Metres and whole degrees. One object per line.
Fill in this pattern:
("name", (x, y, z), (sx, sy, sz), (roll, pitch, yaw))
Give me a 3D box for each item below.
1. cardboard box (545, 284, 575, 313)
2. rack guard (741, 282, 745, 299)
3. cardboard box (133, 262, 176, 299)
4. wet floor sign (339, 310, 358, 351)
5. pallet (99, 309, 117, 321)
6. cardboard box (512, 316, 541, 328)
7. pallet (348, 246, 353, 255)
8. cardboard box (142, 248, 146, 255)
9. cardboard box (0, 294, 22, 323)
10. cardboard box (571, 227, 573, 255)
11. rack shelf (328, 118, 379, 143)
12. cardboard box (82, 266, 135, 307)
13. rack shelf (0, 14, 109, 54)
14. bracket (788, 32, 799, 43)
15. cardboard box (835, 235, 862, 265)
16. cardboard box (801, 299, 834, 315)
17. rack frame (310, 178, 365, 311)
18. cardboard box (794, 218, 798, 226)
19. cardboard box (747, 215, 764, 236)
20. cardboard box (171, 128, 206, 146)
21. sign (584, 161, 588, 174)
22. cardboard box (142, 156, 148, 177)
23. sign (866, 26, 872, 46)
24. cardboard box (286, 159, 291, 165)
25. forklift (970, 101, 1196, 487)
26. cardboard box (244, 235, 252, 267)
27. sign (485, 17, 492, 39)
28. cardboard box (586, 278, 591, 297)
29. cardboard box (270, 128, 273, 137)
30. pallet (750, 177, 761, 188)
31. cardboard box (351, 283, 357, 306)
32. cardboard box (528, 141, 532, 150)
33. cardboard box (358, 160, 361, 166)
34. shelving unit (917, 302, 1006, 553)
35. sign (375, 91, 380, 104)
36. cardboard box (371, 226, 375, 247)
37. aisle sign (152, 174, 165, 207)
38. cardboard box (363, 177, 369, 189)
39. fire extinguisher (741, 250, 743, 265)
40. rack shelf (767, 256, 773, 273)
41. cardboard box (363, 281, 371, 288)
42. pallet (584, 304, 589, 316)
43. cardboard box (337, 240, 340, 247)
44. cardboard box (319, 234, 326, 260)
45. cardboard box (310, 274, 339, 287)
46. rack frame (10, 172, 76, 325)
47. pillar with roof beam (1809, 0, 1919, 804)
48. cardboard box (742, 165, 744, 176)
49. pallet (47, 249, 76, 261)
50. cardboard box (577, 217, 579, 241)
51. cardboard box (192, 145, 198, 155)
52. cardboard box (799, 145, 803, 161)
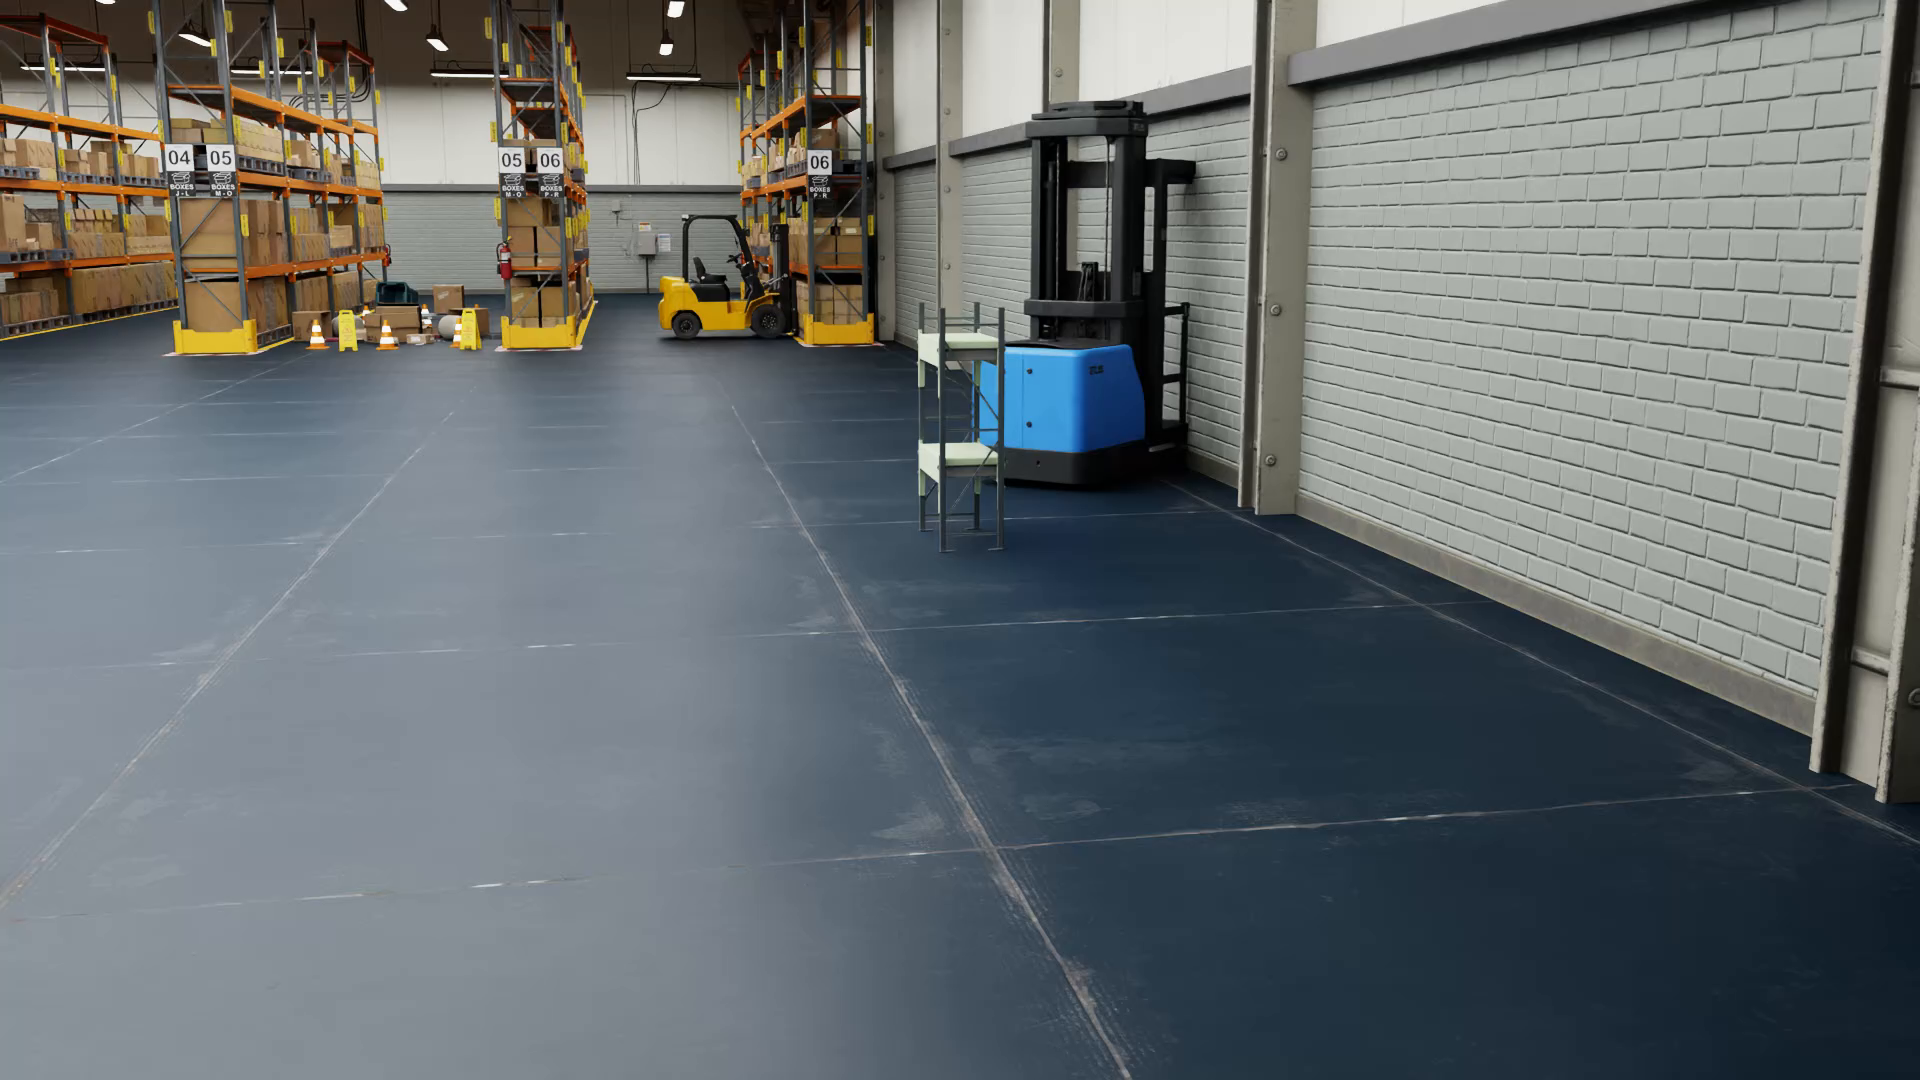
("cardboard box", (-7.013, -4.224, 29.092), (0.500, 0.500, 0.500), (-2, 11, -10))
("rack guard", (-5.155, -6.524, 43.634), (1.175, 0.500, 0.348), (-2, 11, -11))
("cardboard box", (-19.556, -6.272, 40.186), (0.875, 0.875, 0.875), (-2, 11, -11))
("wet floor sign", (-9.814, -3.361, 26.631), (0.267, 0.644, 0.232), (-4, 12, -21))
("pallet", (-18.516, -4.757, 35.127), (1.003, 0.211, 1.213), (-2, 11, -11))
("cardboard box", (-7.352, -3.648, 28.072), (0.500, 0.250, 0.500), (-2, 11, -11))
("pallet", (-14.090, -6.412, 36.877), (1.003, 0.211, 1.213), (-2, 11, -11))
("cardboard box", (-18.918, -6.625, 38.152), (0.380, 0.149, 0.250), (-2, 11, -12))
("cardboard box", (-17.598, -4.213, 30.316), (0.700, 0.500, 0.500), (-2, 11, -11))
("cardboard box", (-7.162, -5.317, 29.546), (0.500, 0.500, 0.500), (-2, 11, -9))
("rack shelf", (-14.485, -9.611, 39.058), (1.077, 0.370, 4.000), (-2, 11, -11))
("cardboard box", (-18.837, -5.536, 36.320), (1.225, 0.875, 0.875), (-2, 11, -11))
("rack shelf", (-18.592, -10.350, 34.042), (1.077, 0.370, 4.000), (-2, 11, -11))
("bracket", (-3.911, -11.819, 39.097), (0.235, 0.232, 0.430), (-2, 11, -11))
("cardboard box", (-1.882, -4.981, 28.577), (0.500, 0.500, 0.500), (-2, 11, -9))
("cardboard box", (-2.460, -4.010, 28.636), (0.500, 0.250, 0.500), (-2, 11, -12))
("rack frame", (-14.096, -6.652, 37.624), (1.000, 3.000, 0.127), (-2, 11, -11))
("cardboard box", (-2.841, -5.821, 30.457), (0.380, 0.149, 0.250), (-2, 11, -12))
("cardboard box", (-5.054, -7.838, 41.455), (0.500, 0.500, 0.500), (-2, 11, -10))
("cardboard box", (-12.132, -6.332, 26.136), (0.500, 0.250, 0.500), (-2, 11, -10))
("sign", (-9.503, -9.471, 42.256), (0.100, 0.325, 0.005), (-2, 11, -11))
("cardboard box", (-19.614, -8.801, 39.233), (0.700, 0.500, 0.500), (-3, 11, -13))
("sign", (-1.513, -8.334, 27.492), (0.100, 0.325, 0.005), (-2, 11, -11))
("cardboard box", (-12.498, -6.990, 30.656), (0.250, 0.149, 0.380), (-2, 11, -11))
("forklift", (1.300, -2.070, 13.735), (1.130, 2.935, 3.031), (7, 13, 32))
("cardboard box", (-12.007, -4.691, 26.921), (0.875, 0.550, 0.550), (-2, 11, -11))
("sign", (-7.475, -8.117, 26.354), (0.100, 0.325, 0.005), (-2, 11, -11))
("cardboard box", (-9.626, -6.247, 41.224), (0.875, 0.438, 0.875), (-2, 11, -9))
("cardboard box", (-12.011, -6.988, 28.517), (0.380, 0.149, 0.250), (-2, 11, -10))
("pallet", (-4.129, -8.101, 37.715), (1.213, 0.211, 1.003), (-2, 11, -11))
("cardboard box", (-13.606, -5.410, 36.659), (0.500, 0.500, 0.500), (-2, 11, -12))
("cardboard box", (-7.361, -6.586, 27.794), (0.380, 0.149, 0.250), (-2, 11, -11))
("cardboard box", (-14.046, -8.700, 38.359), (0.380, 0.149, 0.250), (-2, 11, -13))
("shelving unit", (0.001, -0.736, 10.550), (0.431, 1.500, 0.755), (-2, 11, -11))
("sign", (-14.326, -10.886, 40.901), (0.100, 0.325, 0.005), (-2, 11, -11))
("cardboard box", (-14.244, -7.229, 39.591), (0.500, 0.500, 0.500), (-2, 11, -8))
("aisle sign", (-19.479, -8.525, 40.511), (0.394, 0.787, 0.004), (-2, 11, -11))
("cardboard box", (-14.116, -8.334, 38.840), (0.500, 0.250, 0.500), (-2, 11, -9))
("fire extinguisher", (-5.652, -7.554, 43.569), (0.296, 0.674, 0.183), (-2, 11, -11))
("rack shelf", (-3.225, -5.578, 33.904), (1.077, 0.370, 4.000), (-2, 11, -11))
("cardboard box", (-14.095, -6.015, 39.186), (0.380, 0.149, 0.250), (-2, 11, -10))
("pallet", (-8.796, -5.118, 37.020), (1.003, 0.211, 1.213), (-2, 11, -11))
("cardboard box", (-13.467, -6.334, 35.500), (0.380, 0.149, 0.250), (-2, 11, -10))
("cardboard box", (-12.872, -5.803, 32.896), (0.500, 0.500, 0.500), (-2, 11, -11))
("cardboard box", (-13.215, -5.400, 34.604), (0.500, 0.250, 0.500), (-3, 11, -14))
("rack frame", (-18.203, -5.757, 32.919), (1.000, 3.000, 0.127), (-2, 11, -11))
("pillar with roof beam", (-0.865, -3.380, 4.389), (9.100, 9.000, 0.400), (-2, 11, -11))
("cardboard box", (-5.250, -9.373, 42.163), (0.500, 0.250, 0.500), (-2, 11, -11))
("pallet", (-17.960, -5.536, 32.271), (1.213, 0.211, 1.003), (-2, 11, -11))
("cardboard box", (-7.805, -6.158, 32.843), (0.500, 0.500, 0.500), (-3, 11, -13))
("cardboard box", (-12.159, -6.105, 26.010), (0.380, 0.149, 0.250), (-2, 11, -11))
("cardboard box", (-2.567, -6.681, 28.724), (0.396, 0.266, 0.258), (-2, 11, -11))
